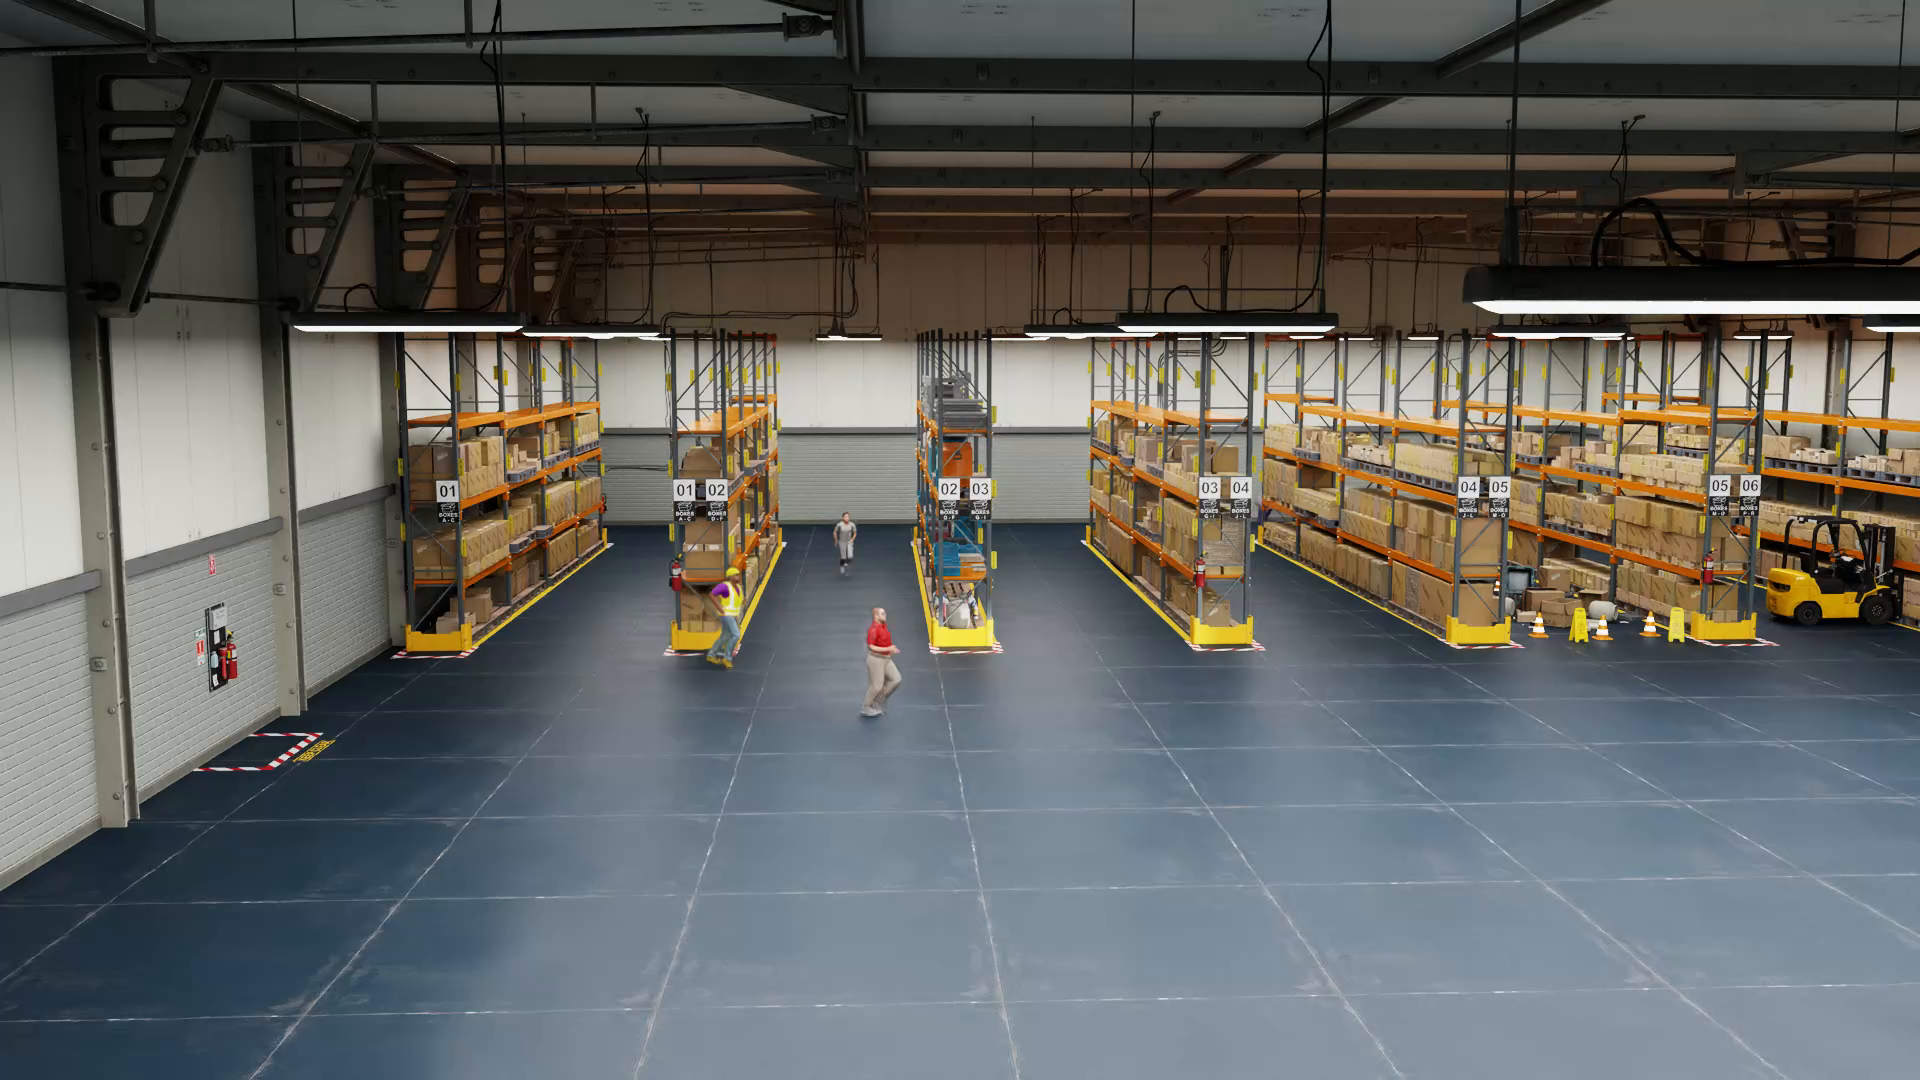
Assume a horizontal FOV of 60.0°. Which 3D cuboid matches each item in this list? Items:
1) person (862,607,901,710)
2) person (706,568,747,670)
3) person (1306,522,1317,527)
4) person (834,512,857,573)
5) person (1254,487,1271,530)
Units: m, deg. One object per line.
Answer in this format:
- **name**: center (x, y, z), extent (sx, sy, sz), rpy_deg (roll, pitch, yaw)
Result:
- **person**: center (-1.187, 1.821, 25.505), extent (0.680, 1.602, 0.639), rpy_deg (3, 7, 21)
- **person**: center (-4.128, 1.382, 29.606), extent (0.725, 1.803, 0.702), rpy_deg (2, 7, 20)
- **person**: center (10.286, -0.863, 48.728), extent (0.741, 1.696, 0.588), rpy_deg (-6, 9, -40)
- **person**: center (-2.806, 0.069, 40.821), extent (0.556, 1.528, 0.583), rpy_deg (-1, 7, -12)
- **person**: center (8.949, -0.825, 49.074), extent (0.535, 1.543, 0.619), rpy_deg (-3, 7, -22)
